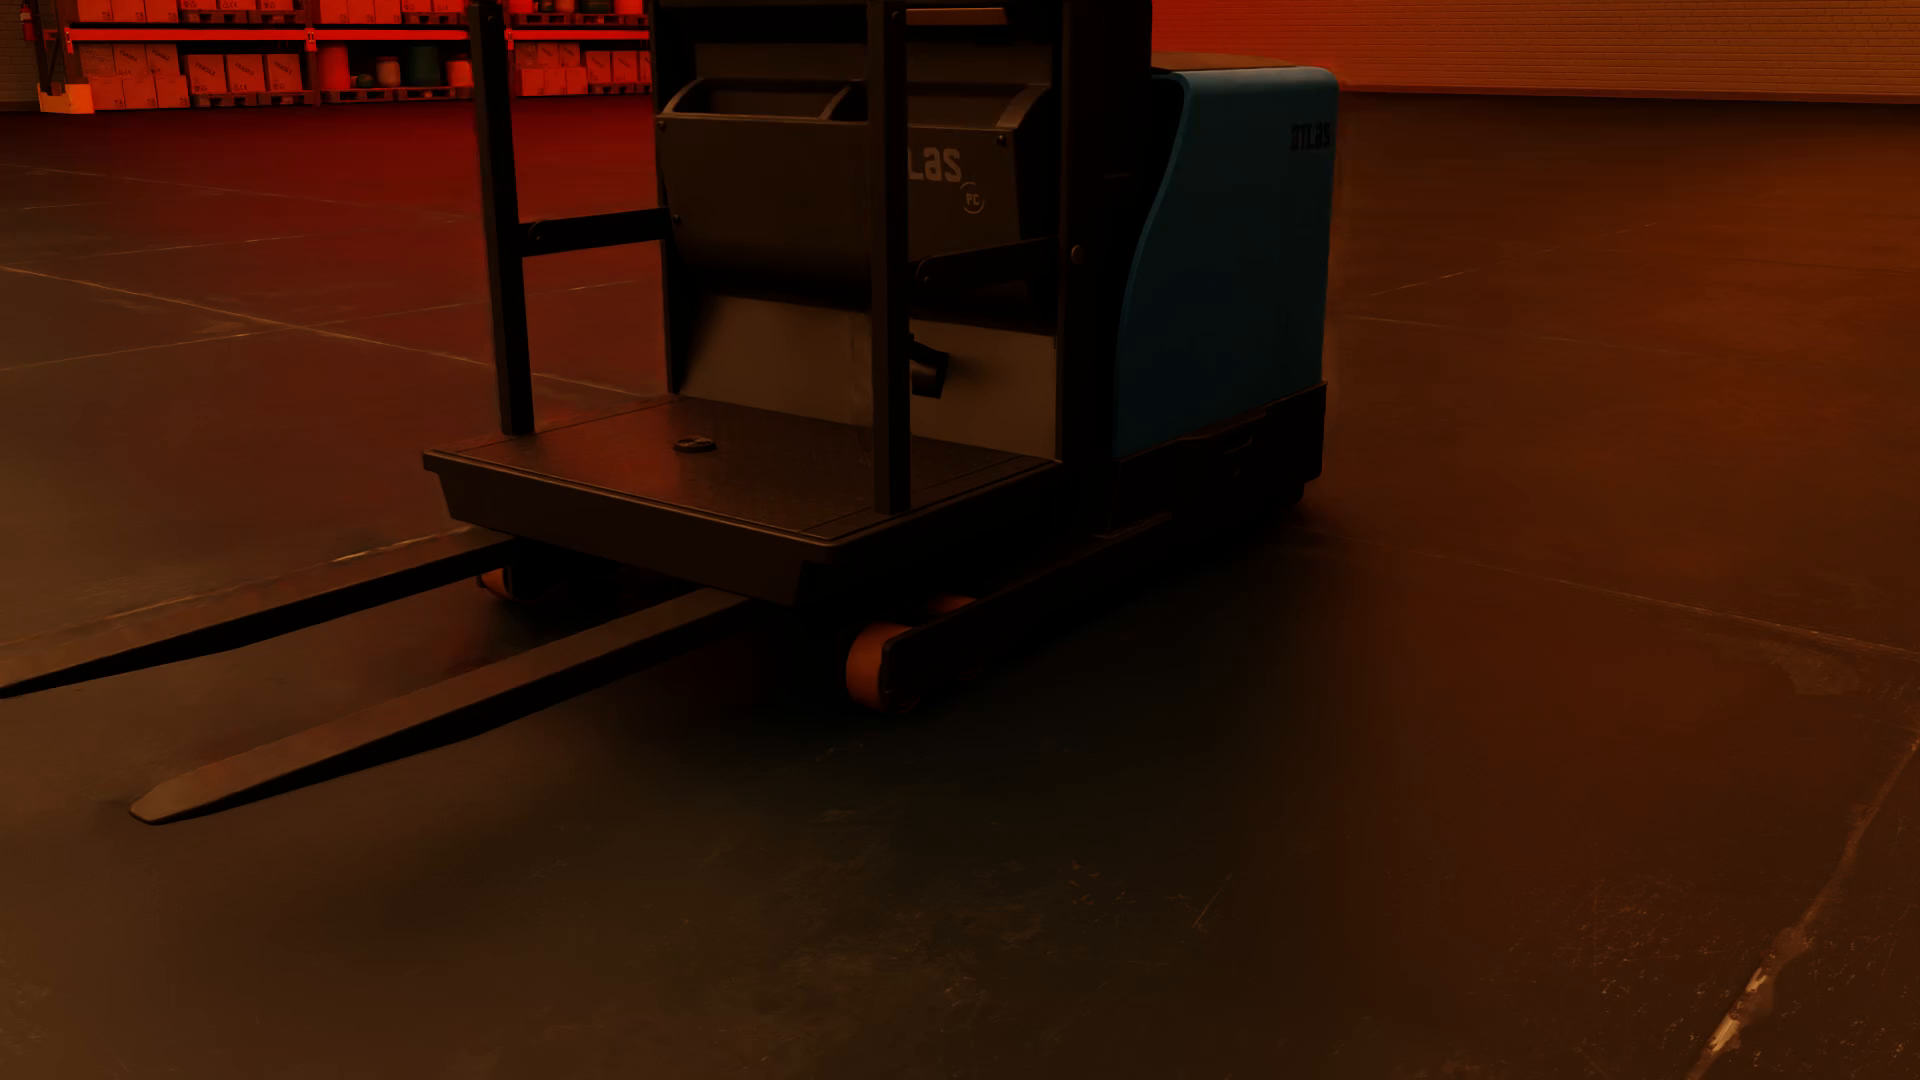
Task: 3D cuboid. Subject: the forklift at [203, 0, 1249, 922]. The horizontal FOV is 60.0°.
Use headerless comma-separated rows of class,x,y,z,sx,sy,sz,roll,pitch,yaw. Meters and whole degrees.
forklift,-0.160,-1.226,2.934,1.130,2.935,3.031,5,18,16
